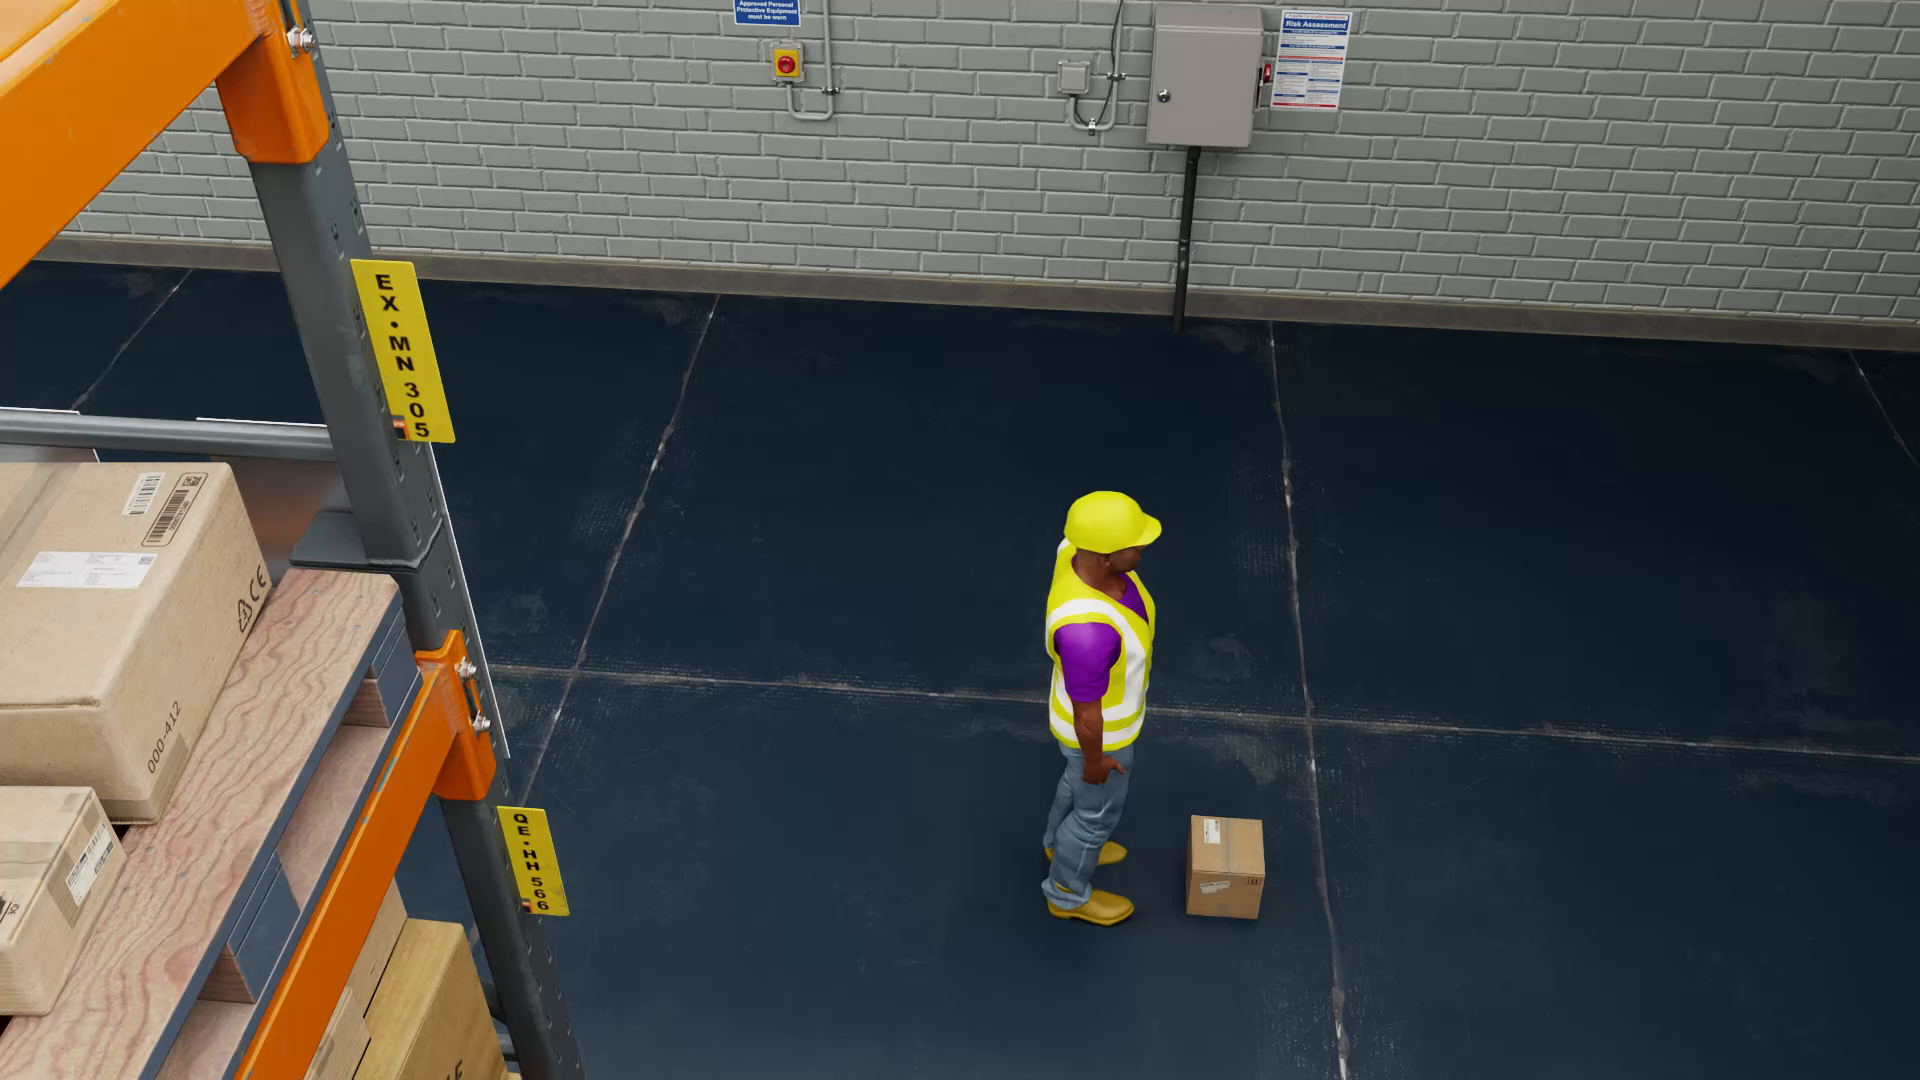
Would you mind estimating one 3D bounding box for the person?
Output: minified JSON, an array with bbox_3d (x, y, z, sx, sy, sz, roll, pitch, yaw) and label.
[{"bbox_3d":[0.453,0.559,5.485,0.362,1.777,0.563,4,40,5],"label":"person"}]
